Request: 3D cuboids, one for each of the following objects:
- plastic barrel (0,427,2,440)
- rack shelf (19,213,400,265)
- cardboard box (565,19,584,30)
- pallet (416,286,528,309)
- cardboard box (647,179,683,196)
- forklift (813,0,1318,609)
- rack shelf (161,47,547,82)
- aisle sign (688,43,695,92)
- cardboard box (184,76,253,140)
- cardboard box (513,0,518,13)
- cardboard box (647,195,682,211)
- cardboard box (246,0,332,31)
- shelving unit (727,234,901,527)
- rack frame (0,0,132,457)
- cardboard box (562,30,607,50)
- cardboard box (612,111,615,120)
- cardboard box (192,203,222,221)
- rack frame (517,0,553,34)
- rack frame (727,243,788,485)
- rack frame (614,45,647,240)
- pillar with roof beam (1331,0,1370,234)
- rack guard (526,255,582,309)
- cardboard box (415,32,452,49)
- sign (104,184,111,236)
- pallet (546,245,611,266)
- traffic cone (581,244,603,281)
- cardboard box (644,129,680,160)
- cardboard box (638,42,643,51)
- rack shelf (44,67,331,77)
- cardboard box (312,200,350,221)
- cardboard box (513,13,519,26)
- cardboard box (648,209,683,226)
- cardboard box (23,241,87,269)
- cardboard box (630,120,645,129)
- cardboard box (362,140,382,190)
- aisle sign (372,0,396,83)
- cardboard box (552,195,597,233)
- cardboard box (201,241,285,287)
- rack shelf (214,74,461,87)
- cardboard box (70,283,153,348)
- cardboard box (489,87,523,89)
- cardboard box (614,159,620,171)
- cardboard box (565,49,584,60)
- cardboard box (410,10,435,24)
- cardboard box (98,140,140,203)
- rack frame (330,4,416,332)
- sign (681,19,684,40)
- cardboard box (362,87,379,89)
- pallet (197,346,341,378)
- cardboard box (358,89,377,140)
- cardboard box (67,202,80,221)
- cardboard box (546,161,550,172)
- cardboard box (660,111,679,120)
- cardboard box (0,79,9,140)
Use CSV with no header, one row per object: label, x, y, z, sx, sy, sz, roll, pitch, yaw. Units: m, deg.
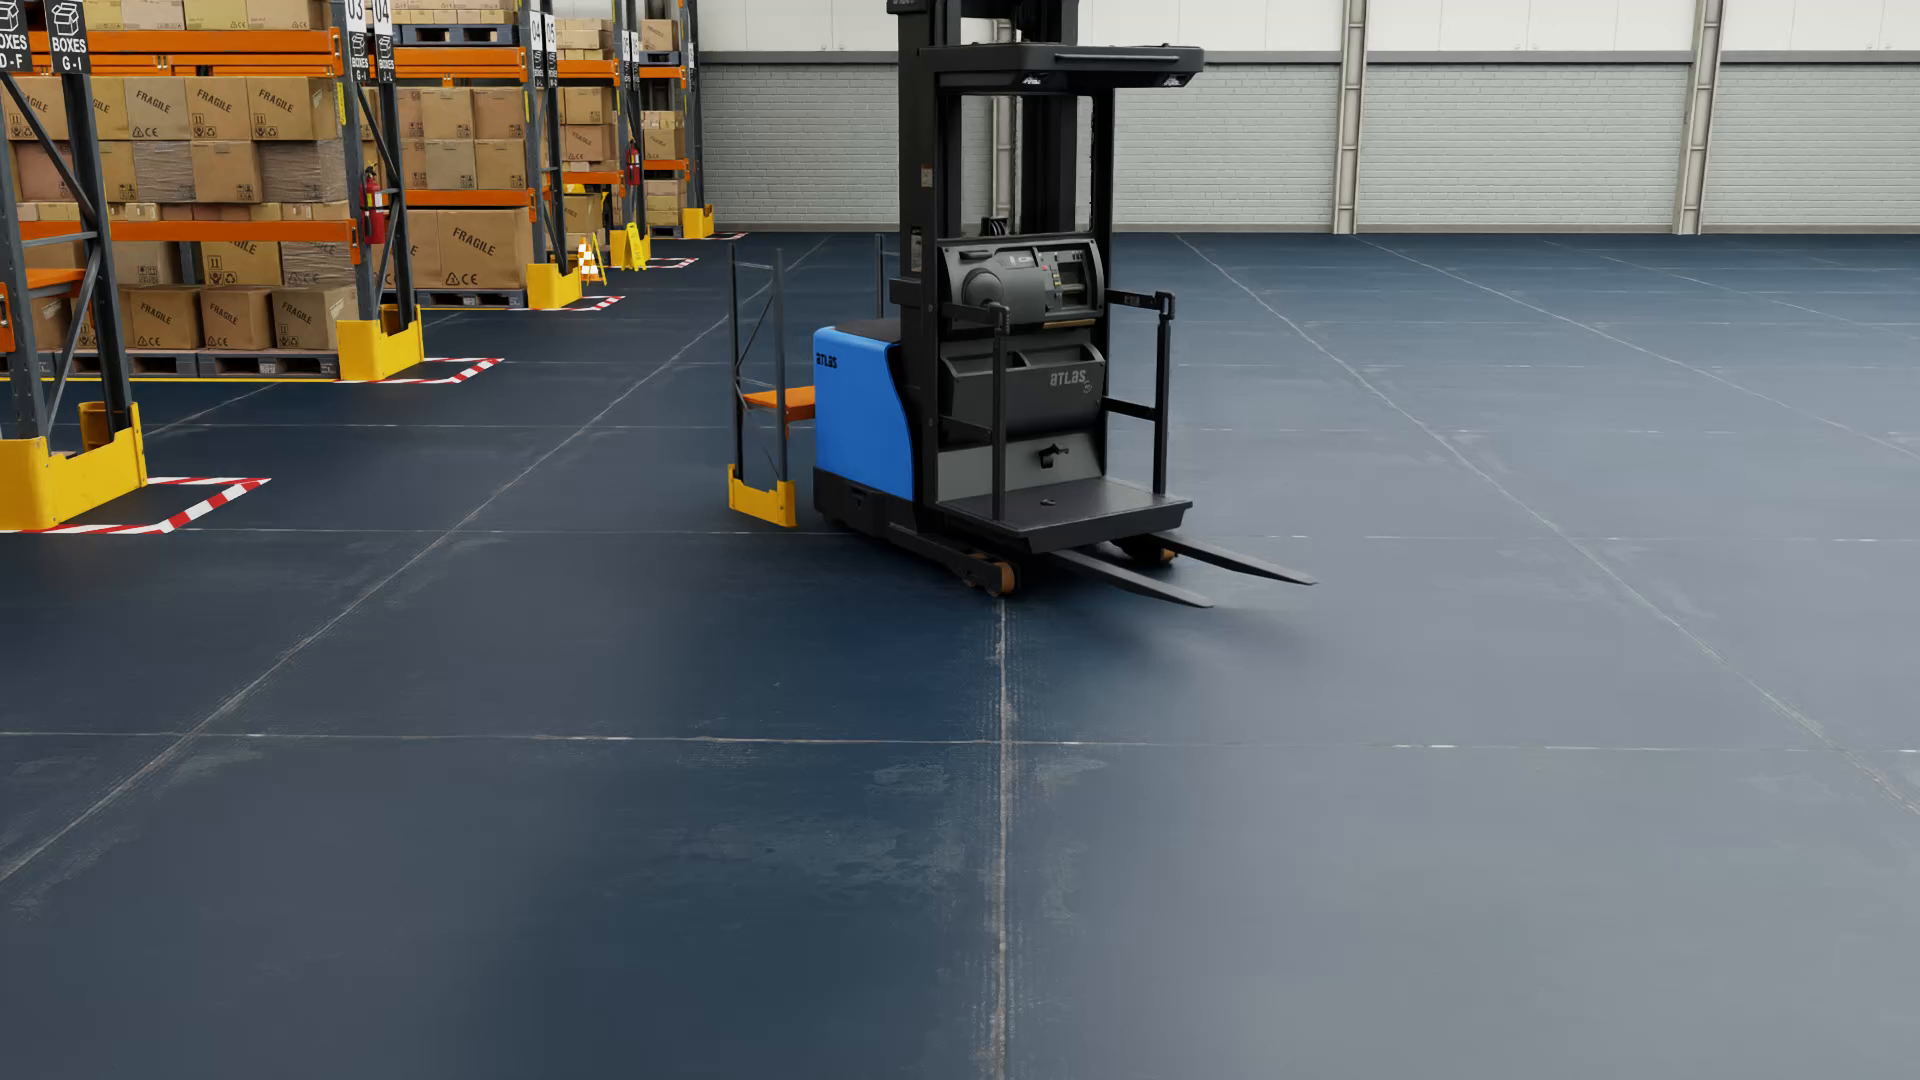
plastic barrel,-5.710,-0.648,9.472,0.421,0.512,0.421,0,15,0
rack shelf,-6.923,-2.592,14.194,4.000,0.370,1.077,0,15,1
cardboard box,-5.273,-7.107,22.946,0.250,0.149,0.380,1,15,2
pallet,-5.497,-2.828,19.145,1.213,0.211,1.003,0,15,1
cardboard box,-5.016,-6.000,28.309,0.500,0.250,0.500,1,15,3
forklift,0.437,-1.289,7.979,1.130,2.935,3.031,-10,18,-33
rack shelf,-6.695,-5.306,18.603,4.000,0.370,1.077,0,15,1
aisle sign,-4.489,-7.901,27.813,0.004,0.787,0.394,0,15,1
cardboard box,-5.980,-3.545,13.656,0.500,0.500,0.500,0,15,1
cardboard box,-5.172,-6.033,18.637,0.500,0.250,0.500,0,15,1
cardboard box,-5.042,-5.758,28.373,0.500,0.250,0.500,0,15,1
cardboard box,-5.412,-4.243,13.456,0.500,0.250,0.500,1,15,3
shelving unit,-0.729,-0.942,9.471,1.083,1.500,0.587,-12,19,-38
rack frame,-5.050,-1.664,9.265,0.127,3.000,1.000,0,15,1
cardboard box,-5.189,-6.910,22.983,0.500,0.250,0.500,0,15,1
cardboard box,-5.931,-7.157,28.035,0.250,0.149,0.380,1,15,3
cardboard box,-6.213,-2.762,13.923,0.250,0.149,0.380,0,15,1
rack frame,-4.696,-7.092,18.079,0.127,3.000,1.000,0,15,1
rack frame,-1.114,-0.861,9.164,0.032,1.500,0.500,-12,19,-38
rack frame,-4.671,-5.454,23.632,0.127,3.000,1.000,0,15,1
pillar with roof beam,6.666,-8.679,24.095,0.400,9.000,9.100,0,15,1
rack guard,-4.672,-2.982,19.163,0.348,0.500,1.175,0,15,1
cardboard box,-7.220,-6.921,23.025,0.500,0.250,0.500,1,15,2
sign,-5.032,-1.938,9.762,0.005,0.325,0.100,0,15,1
pallet,-5.558,-4.120,24.044,1.213,0.211,1.003,0,15,1
traffic cone,-4.822,-3.616,21.638,0.334,0.463,0.336,0,15,1
cardboard box,-5.046,-6.704,28.175,0.500,0.500,0.500,0,15,0
cardboard box,-5.384,-8.228,27.740,0.250,0.149,0.380,0,15,0
rack shelf,-10.669,-6.596,23.489,4.000,0.370,1.077,0,15,1
cardboard box,-5.214,-2.754,13.892,0.250,0.149,0.380,0,15,1
cardboard box,-5.031,-5.855,18.746,0.250,0.149,0.380,0,15,2
cardboard box,-5.025,-5.516,28.433,0.500,0.250,0.500,0,15,2
cardboard box,-10.282,-3.321,19.133,0.750,0.750,1.050,0,15,1
cardboard box,-5.415,-7.024,28.115,0.250,0.149,0.380,1,15,2
cardboard box,-6.706,-4.281,18.892,0.500,0.550,0.875,0,15,1
aisle sign,-4.854,-4.260,14.010,0.004,0.787,0.394,0,15,1
cardboard box,-5.478,-4.629,23.601,0.500,0.500,0.500,0,15,2
cardboard box,-8.068,-3.371,19.078,0.875,0.875,0.875,1,15,2
rack shelf,-10.546,-7.861,28.287,4.000,0.370,1.077,0,15,1
cardboard box,-7.328,-1.949,14.422,0.500,0.500,0.500,-1,15,-4
cardboard box,-6.205,-6.059,23.188,0.500,0.500,0.700,0,15,1
cardboard box,-5.005,-5.387,23.872,0.250,0.149,0.380,0,15,2
cardboard box,-5.284,-6.707,22.994,0.250,0.149,0.380,0,15,2
cardboard box,-5.798,-5.692,18.128,0.250,0.149,0.380,1,15,2
cardboard box,-6.974,-3.123,14.016,0.500,0.500,0.875,0,15,1
rack frame,-4.924,-2.927,14.053,0.127,3.000,1.000,0,15,1
sign,-4.575,-8.422,27.420,0.005,0.325,0.100,0,15,1
cardboard box,-8.235,-6.097,23.332,0.500,0.500,0.700,0,15,1
pallet,-5.811,-1.593,14.465,1.213,0.211,1.003,0,15,1
cardboard box,-6.708,-4.786,18.691,0.500,0.550,0.875,0,15,1
cardboard box,-7.215,-2.747,13.864,0.250,0.149,0.380,0,15,1
cardboard box,-5.820,-5.255,23.370,0.250,0.149,0.380,1,15,2
cardboard box,-4.911,-7.174,28.102,0.250,0.149,0.380,0,15,2
cardboard box,-7.979,-3.558,13.706,0.500,0.500,0.500,0,15,1
